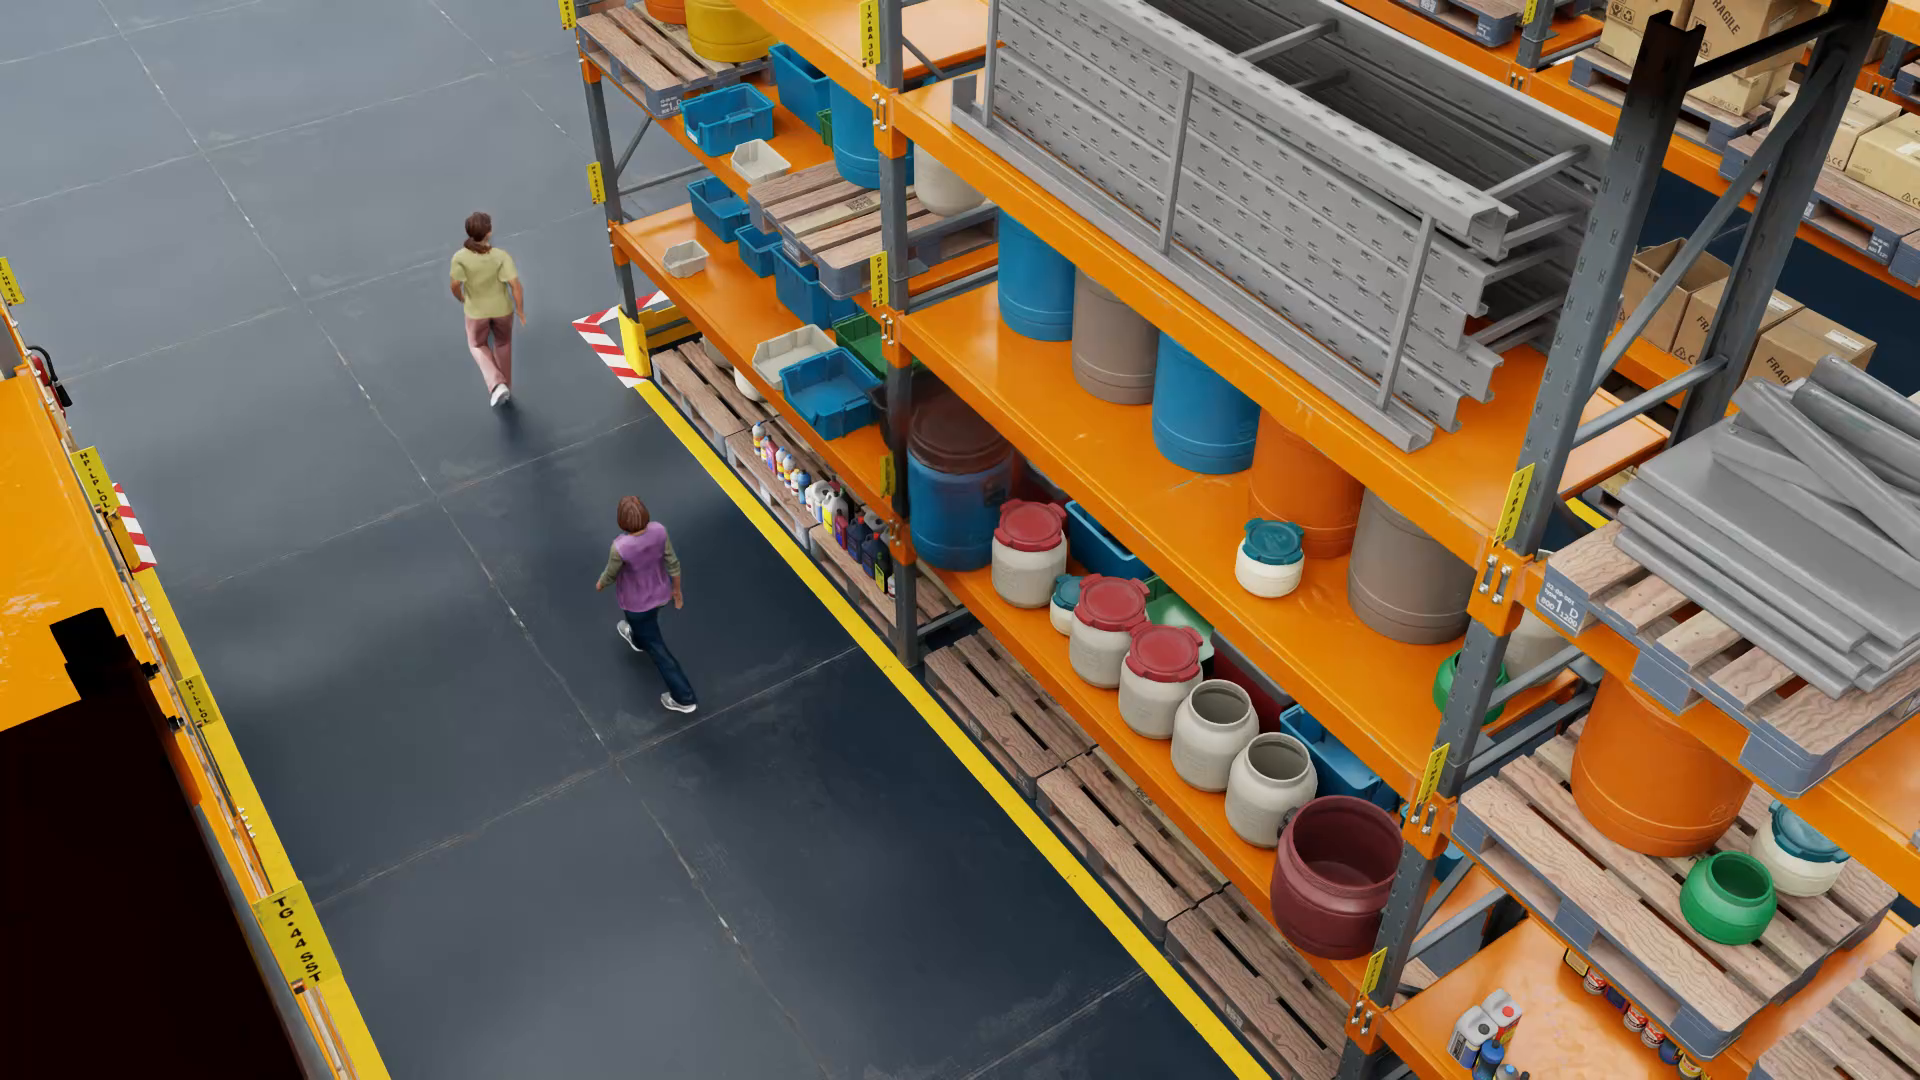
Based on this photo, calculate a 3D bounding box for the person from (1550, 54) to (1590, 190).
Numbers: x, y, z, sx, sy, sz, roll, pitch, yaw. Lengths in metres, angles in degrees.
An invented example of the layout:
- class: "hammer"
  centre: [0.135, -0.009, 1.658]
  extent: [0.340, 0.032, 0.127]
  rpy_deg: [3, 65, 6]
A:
- class: "person"
  centre: [5.256, -3.913, 14.797]
  extent: [1.083, 1.595, 0.551]
  rpy_deg: [20, 46, 20]

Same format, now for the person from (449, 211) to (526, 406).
- class: "person"
  centre: [-3.487, -1.688, 12.396]
  extent: [0.508, 1.643, 0.578]
  rpy_deg: [-13, 44, -14]

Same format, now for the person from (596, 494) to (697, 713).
- class: "person"
  centre: [-1.973, 0.299, 10.242]
  extent: [0.433, 1.540, 0.955]
  rpy_deg: [-33, 52, -30]
